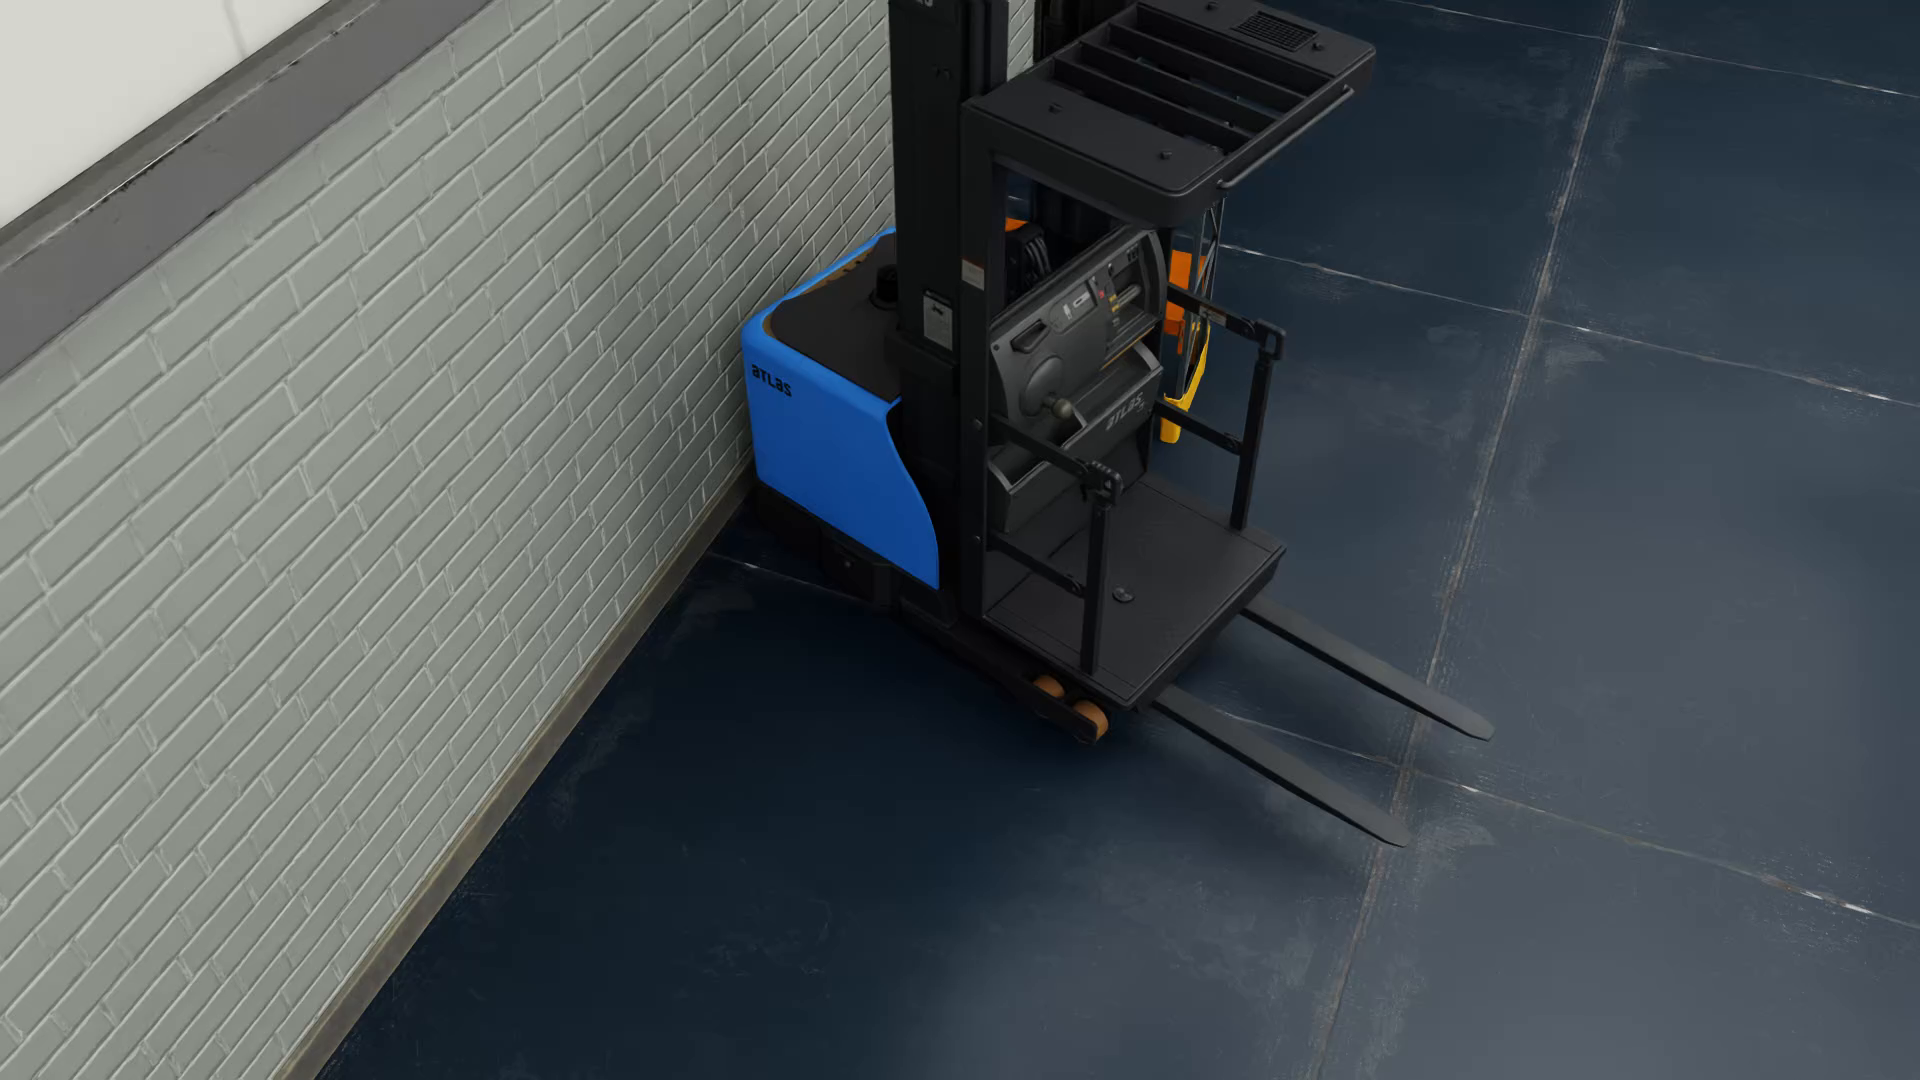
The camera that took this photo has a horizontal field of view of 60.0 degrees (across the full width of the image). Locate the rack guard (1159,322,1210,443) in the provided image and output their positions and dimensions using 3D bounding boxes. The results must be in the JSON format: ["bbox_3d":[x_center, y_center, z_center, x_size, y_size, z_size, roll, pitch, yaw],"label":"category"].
[{"bbox_3d":[1.034,-0.727,7.642,0.087,0.250,0.587,14,46,13],"label":"rack guard"}]

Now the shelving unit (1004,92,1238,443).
[{"bbox_3d":[0.563,-1.285,7.317,1.083,1.500,0.587,14,46,13],"label":"shelving unit"}]

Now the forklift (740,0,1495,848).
[{"bbox_3d":[0.586,-0.693,5.707,3.031,2.935,1.130,31,52,27],"label":"forklift"}]

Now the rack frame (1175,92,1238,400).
[{"bbox_3d":[1.052,-1.165,7.197,0.032,1.500,0.500,14,46,13],"label":"rack frame"}]

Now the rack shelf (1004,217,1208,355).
[{"bbox_3d":[0.572,-1.155,7.442,1.000,0.185,0.538,14,46,13],"label":"rack shelf"}]
